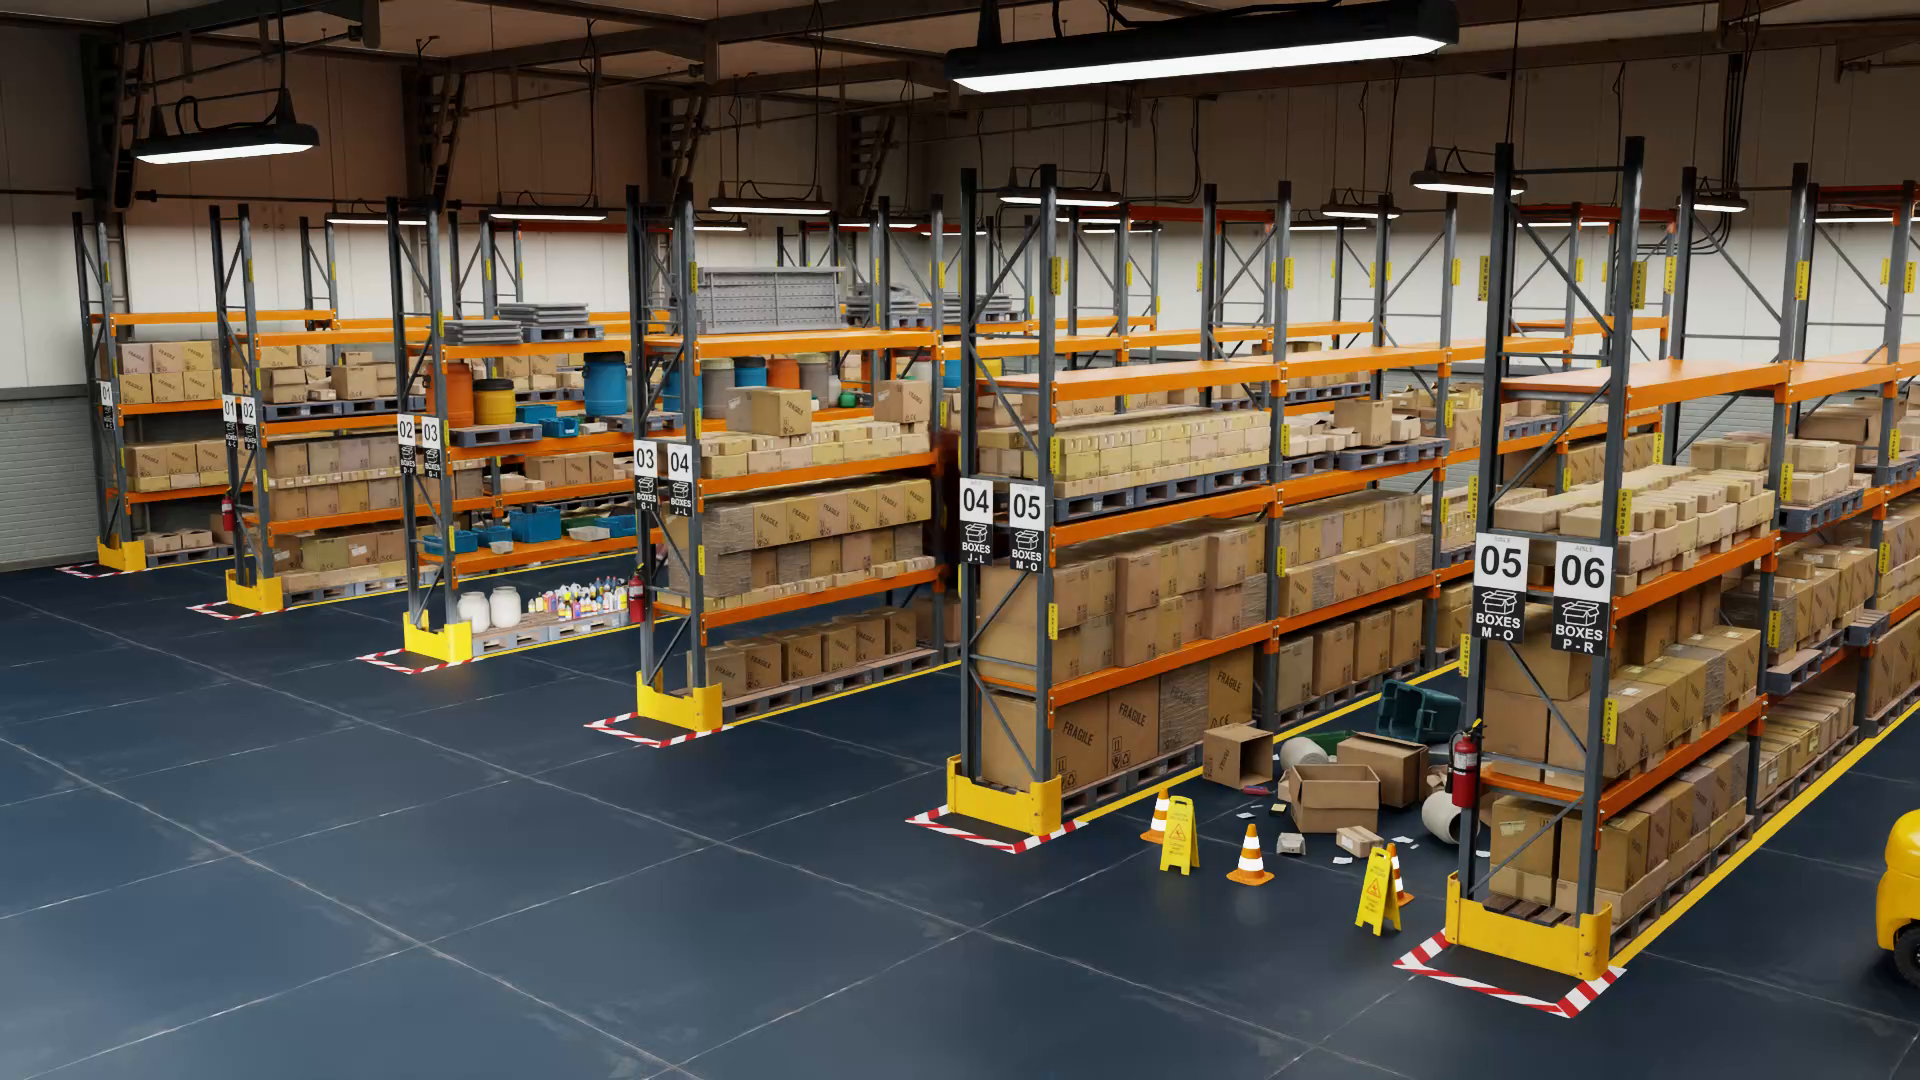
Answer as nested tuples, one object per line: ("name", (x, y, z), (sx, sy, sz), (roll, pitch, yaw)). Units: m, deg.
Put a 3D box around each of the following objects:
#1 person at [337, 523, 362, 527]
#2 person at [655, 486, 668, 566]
("person", (-10.798, -0.531, 29.491), (0.527, 1.592, 1.061), (2, 10, 14))
("person", (-5.075, -0.384, 28.456), (0.482, 1.654, 0.461), (-6, 11, -31))
